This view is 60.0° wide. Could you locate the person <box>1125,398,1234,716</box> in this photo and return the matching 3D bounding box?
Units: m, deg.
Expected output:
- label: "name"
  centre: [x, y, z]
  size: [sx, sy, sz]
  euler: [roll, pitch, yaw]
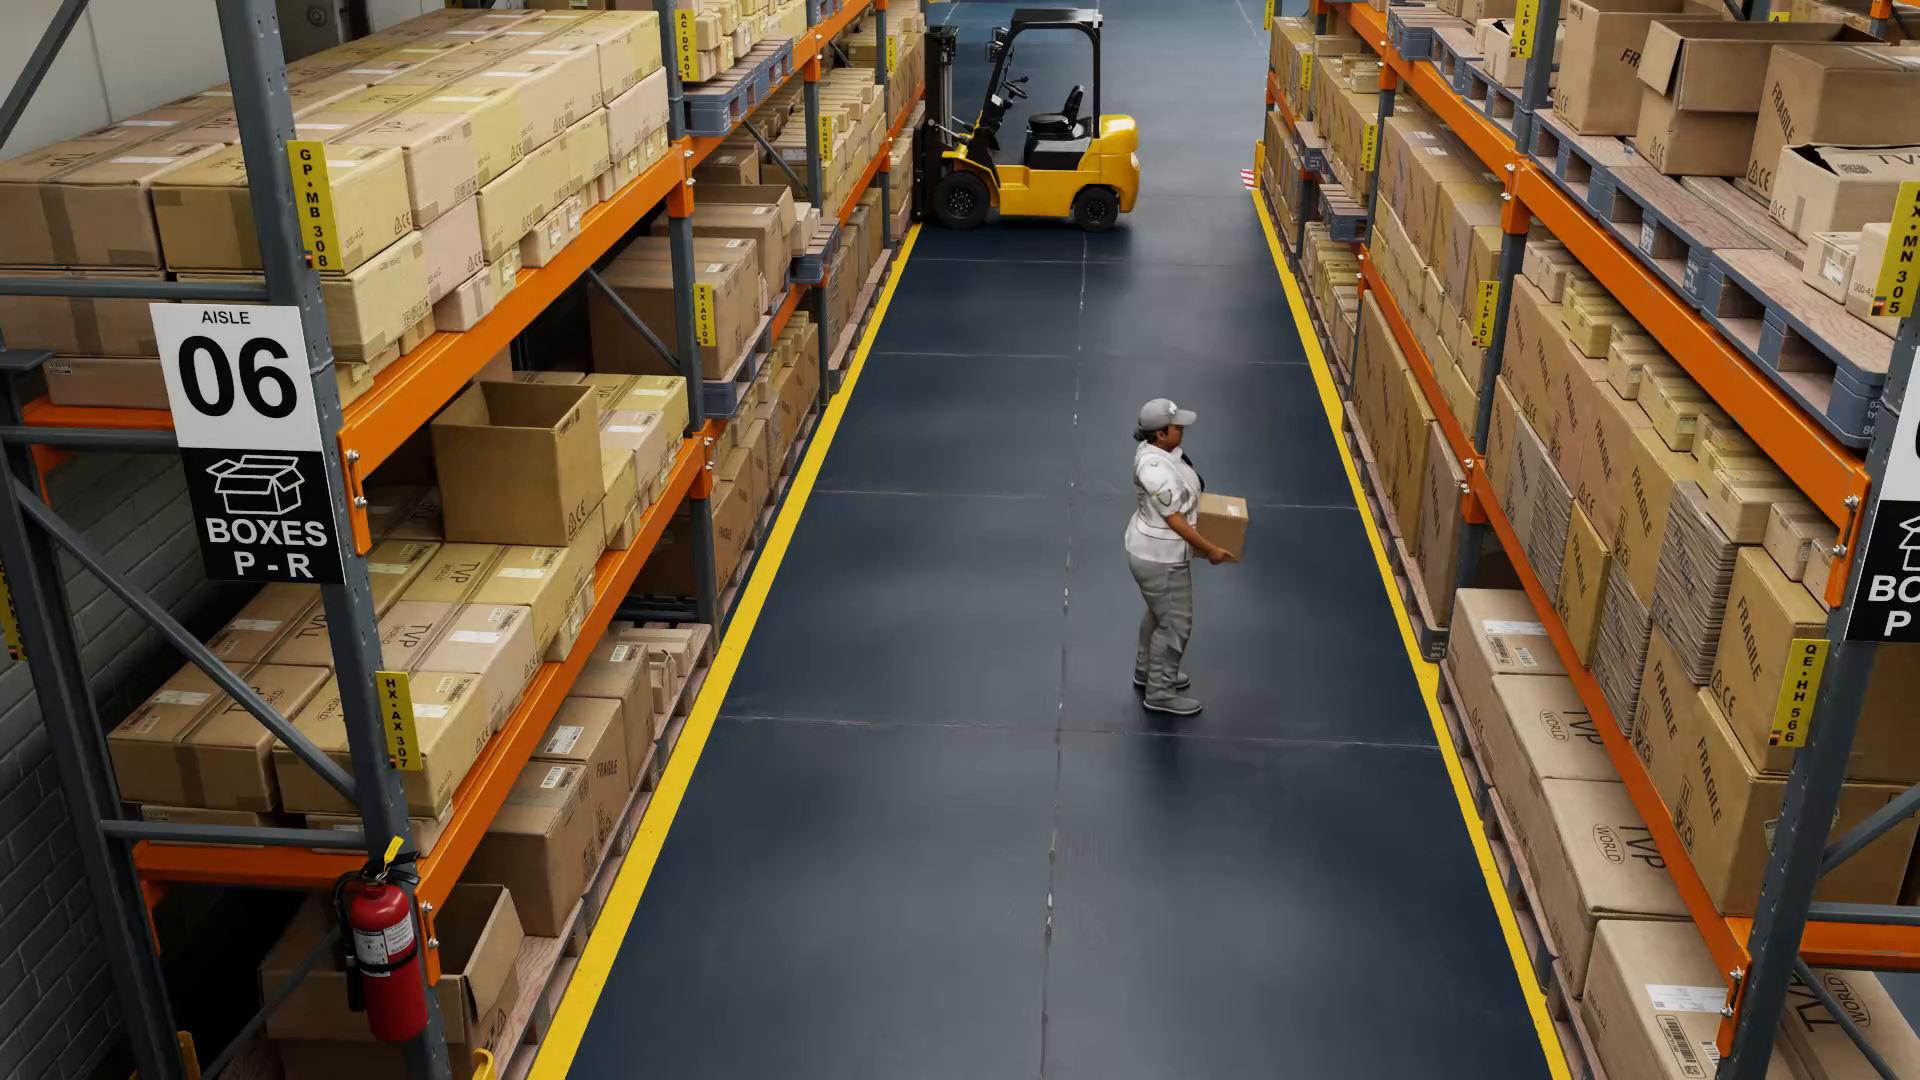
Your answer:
- label: "person"
  centre: [1.107, 0.077, 8.448]
  size: [0.541, 1.655, 0.454]
  euler: [2, 25, 5]
